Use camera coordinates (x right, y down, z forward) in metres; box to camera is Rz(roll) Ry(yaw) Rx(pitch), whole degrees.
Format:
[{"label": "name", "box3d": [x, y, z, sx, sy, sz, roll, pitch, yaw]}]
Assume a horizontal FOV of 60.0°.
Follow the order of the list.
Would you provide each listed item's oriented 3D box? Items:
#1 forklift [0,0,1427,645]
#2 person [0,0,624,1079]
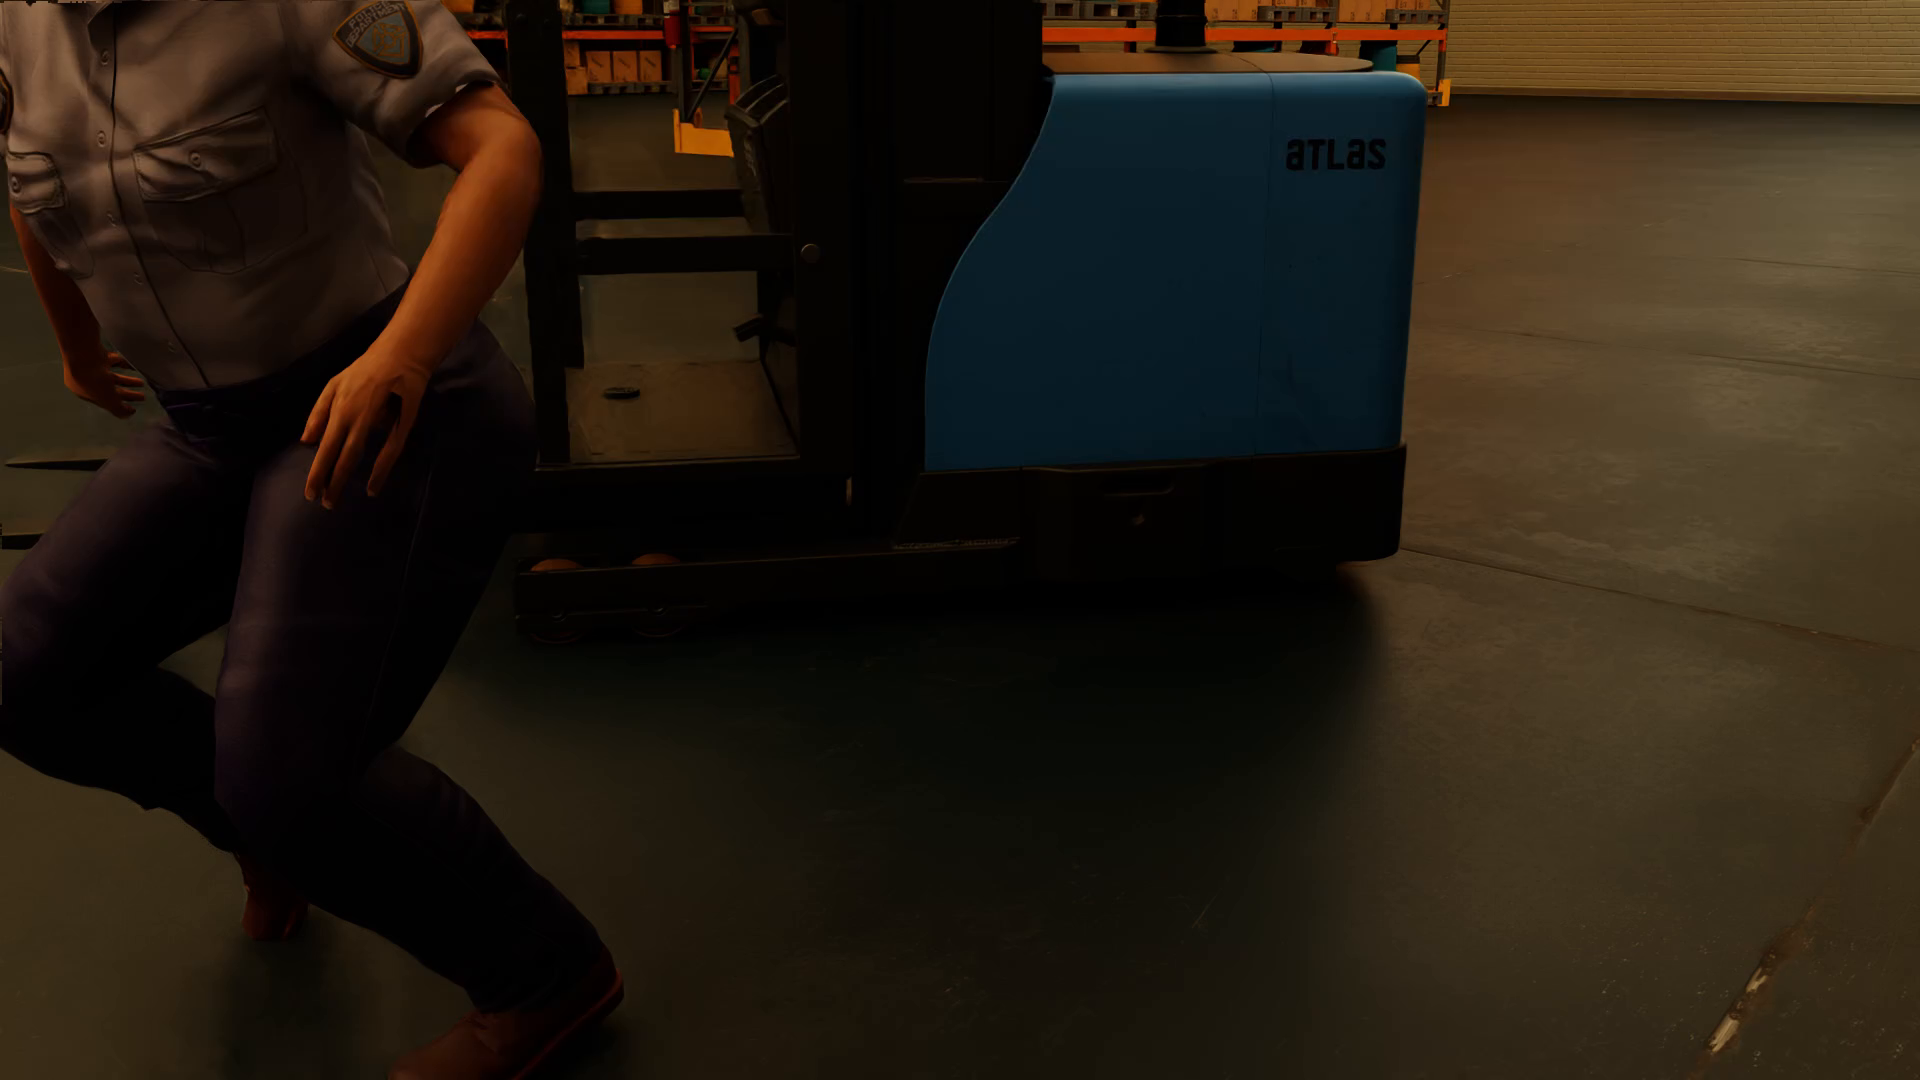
[{"label": "forklift", "box3d": [-0.610, -1.363, 3.387, 3.031, 2.935, 1.130, -3, 17, -10]}, {"label": "person", "box3d": [-0.798, -0.096, 1.850, 0.922, 1.534, 0.483, 10, 19, 29]}]
